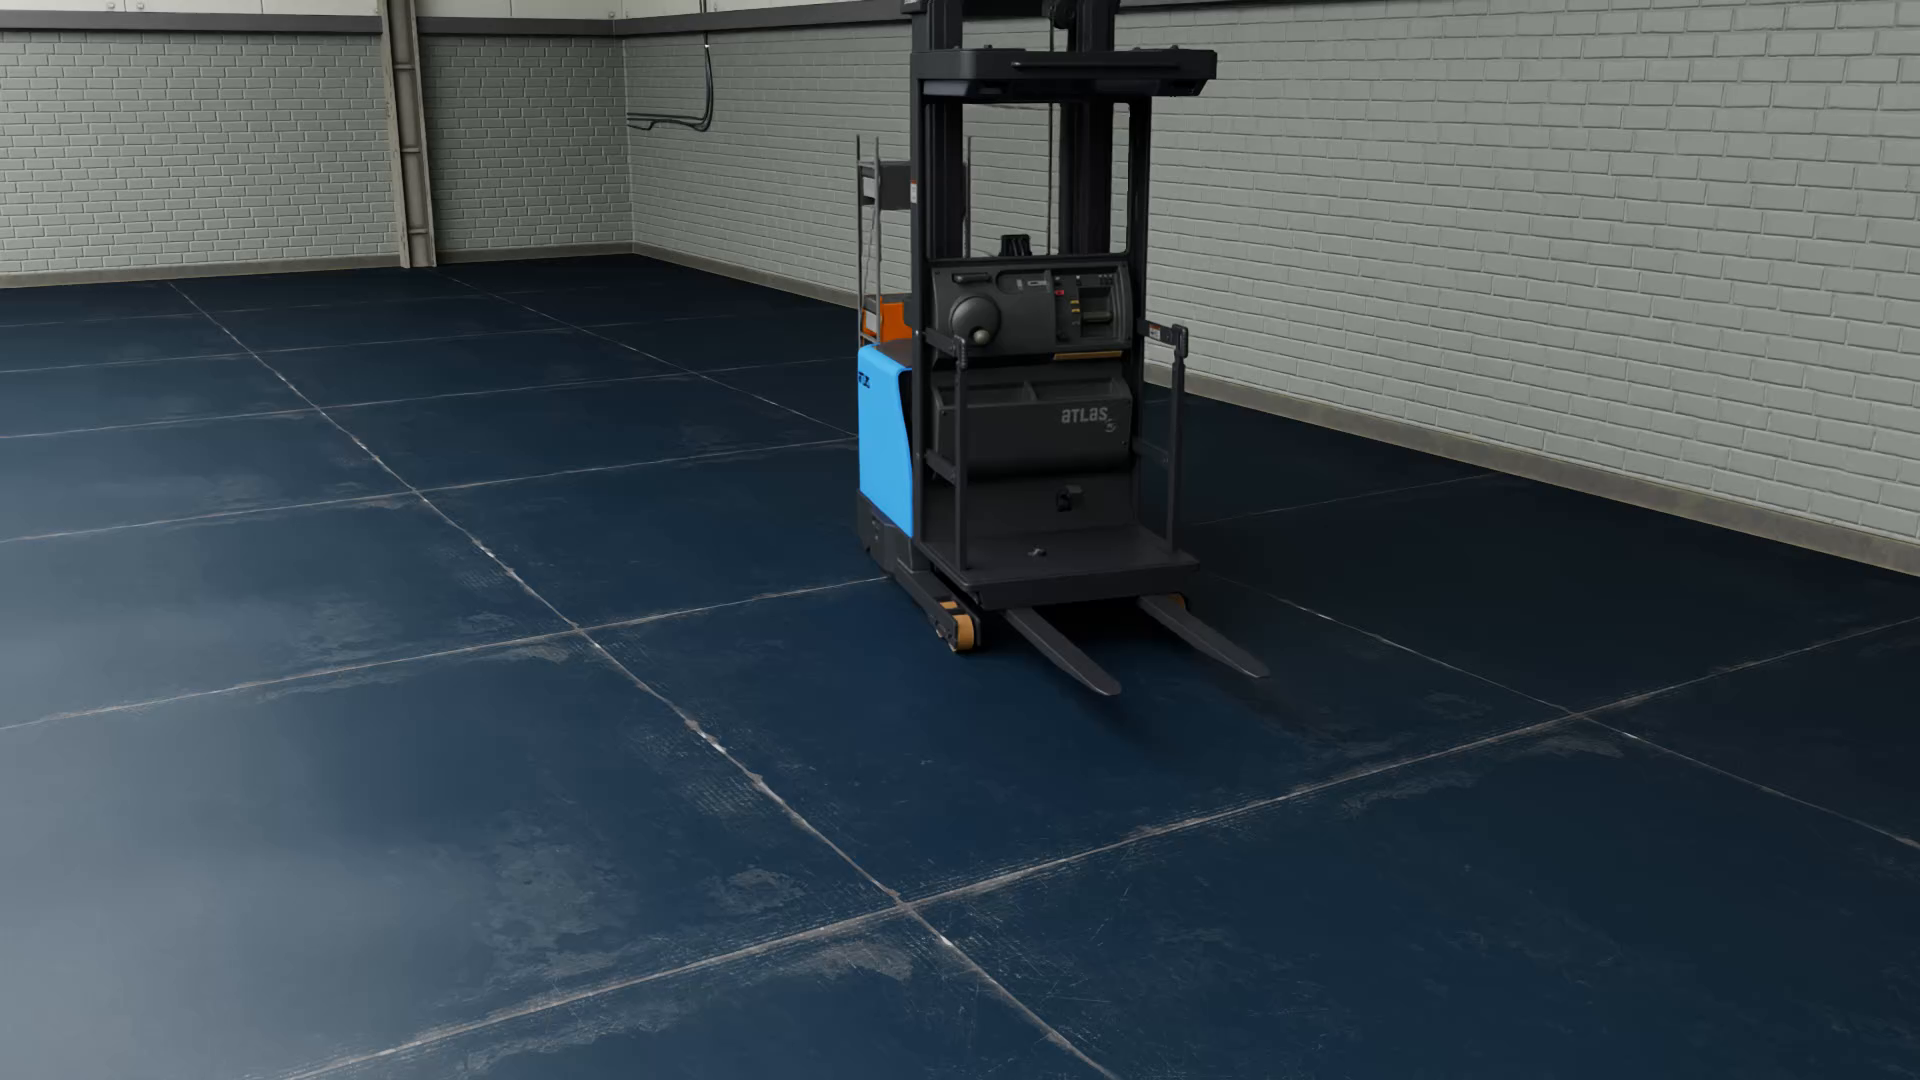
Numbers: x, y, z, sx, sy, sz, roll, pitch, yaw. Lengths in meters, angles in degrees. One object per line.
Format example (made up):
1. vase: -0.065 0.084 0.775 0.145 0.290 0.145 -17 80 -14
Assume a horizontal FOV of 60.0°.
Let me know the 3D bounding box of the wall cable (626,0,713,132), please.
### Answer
1. wall cable: -3.824 -6.498 21.173 0.112 2.526 3.097 -9 18 -30

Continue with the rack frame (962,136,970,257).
1. rack frame: -0.017 -1.109 8.978 0.015 2.100 0.400 -5 16 -18

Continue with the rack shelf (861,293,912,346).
1. rack shelf: -0.248 -1.075 8.906 0.480 0.518 0.431 -5 16 -18

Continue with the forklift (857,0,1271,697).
1. forklift: 0.394 -1.047 7.215 1.130 2.935 3.031 -5 16 -17

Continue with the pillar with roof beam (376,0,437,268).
1. pillar with roof beam: -4.813 -6.894 16.831 0.400 9.000 9.100 -9 18 -30

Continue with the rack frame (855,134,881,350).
1. rack frame: -0.480 -1.068 8.828 0.015 2.100 0.400 -5 16 -18

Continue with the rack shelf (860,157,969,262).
1. rack shelf: -0.248 -1.749 8.718 0.480 0.518 0.431 -5 16 -18

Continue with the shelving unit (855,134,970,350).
1. shelving unit: -0.248 -1.089 8.903 0.503 2.100 0.431 -5 16 -18
